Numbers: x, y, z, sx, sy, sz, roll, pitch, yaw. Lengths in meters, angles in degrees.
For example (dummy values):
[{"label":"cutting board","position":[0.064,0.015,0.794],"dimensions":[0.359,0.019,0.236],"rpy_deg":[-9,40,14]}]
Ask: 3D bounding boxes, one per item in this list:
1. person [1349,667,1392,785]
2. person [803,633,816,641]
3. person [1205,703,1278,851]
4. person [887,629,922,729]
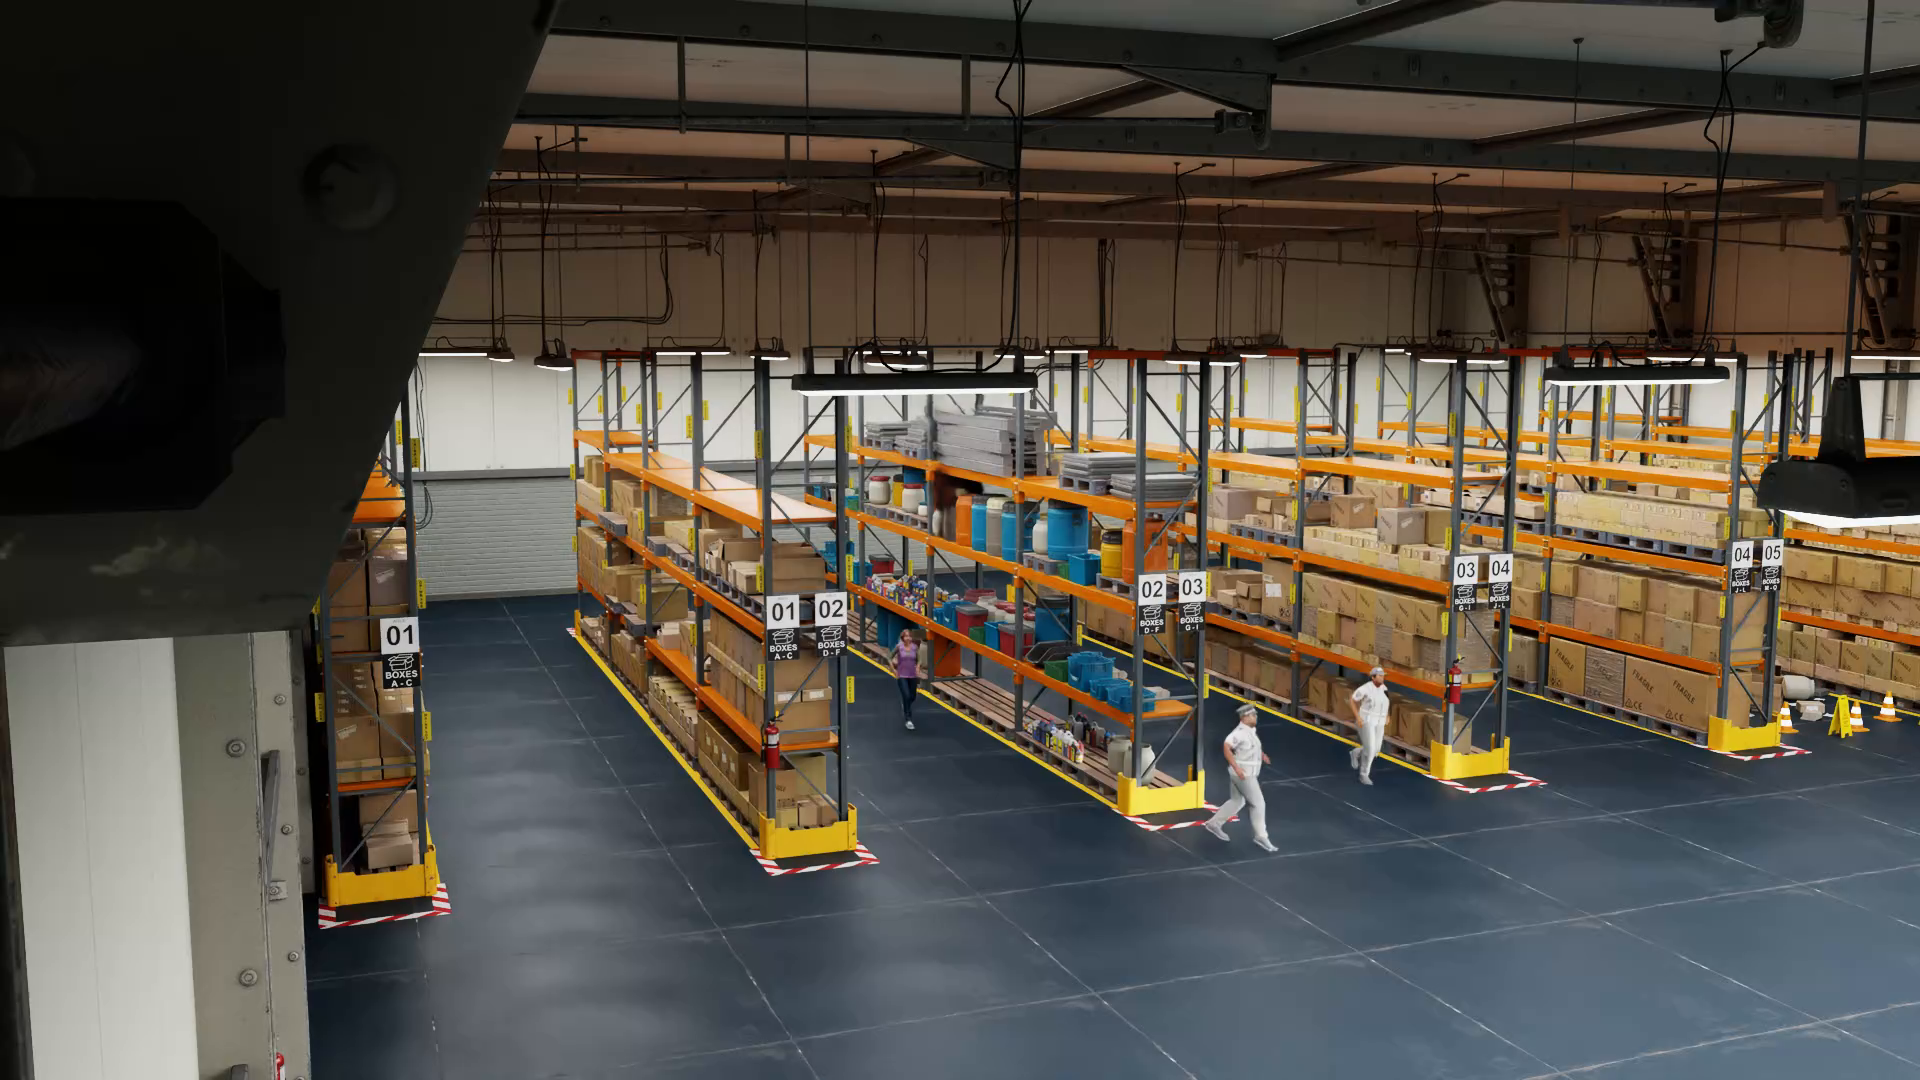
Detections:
[{"label":"person","position":[5.836,2.615,23.700],"dimensions":[0.648,1.623,0.689],"rpy_deg":[-3,8,-25]},{"label":"person","position":[-2.582,1.847,29.407],"dimensions":[0.605,1.738,0.697],"rpy_deg":[-4,8,-30]},{"label":"person","position":[3.499,2.909,20.580],"dimensions":[0.894,1.824,0.671],"rpy_deg":[1,7,9]},{"label":"person","position":[-0.888,2.214,26.857],"dimensions":[0.559,1.584,0.725],"rpy_deg":[-2,7,-18]}]
